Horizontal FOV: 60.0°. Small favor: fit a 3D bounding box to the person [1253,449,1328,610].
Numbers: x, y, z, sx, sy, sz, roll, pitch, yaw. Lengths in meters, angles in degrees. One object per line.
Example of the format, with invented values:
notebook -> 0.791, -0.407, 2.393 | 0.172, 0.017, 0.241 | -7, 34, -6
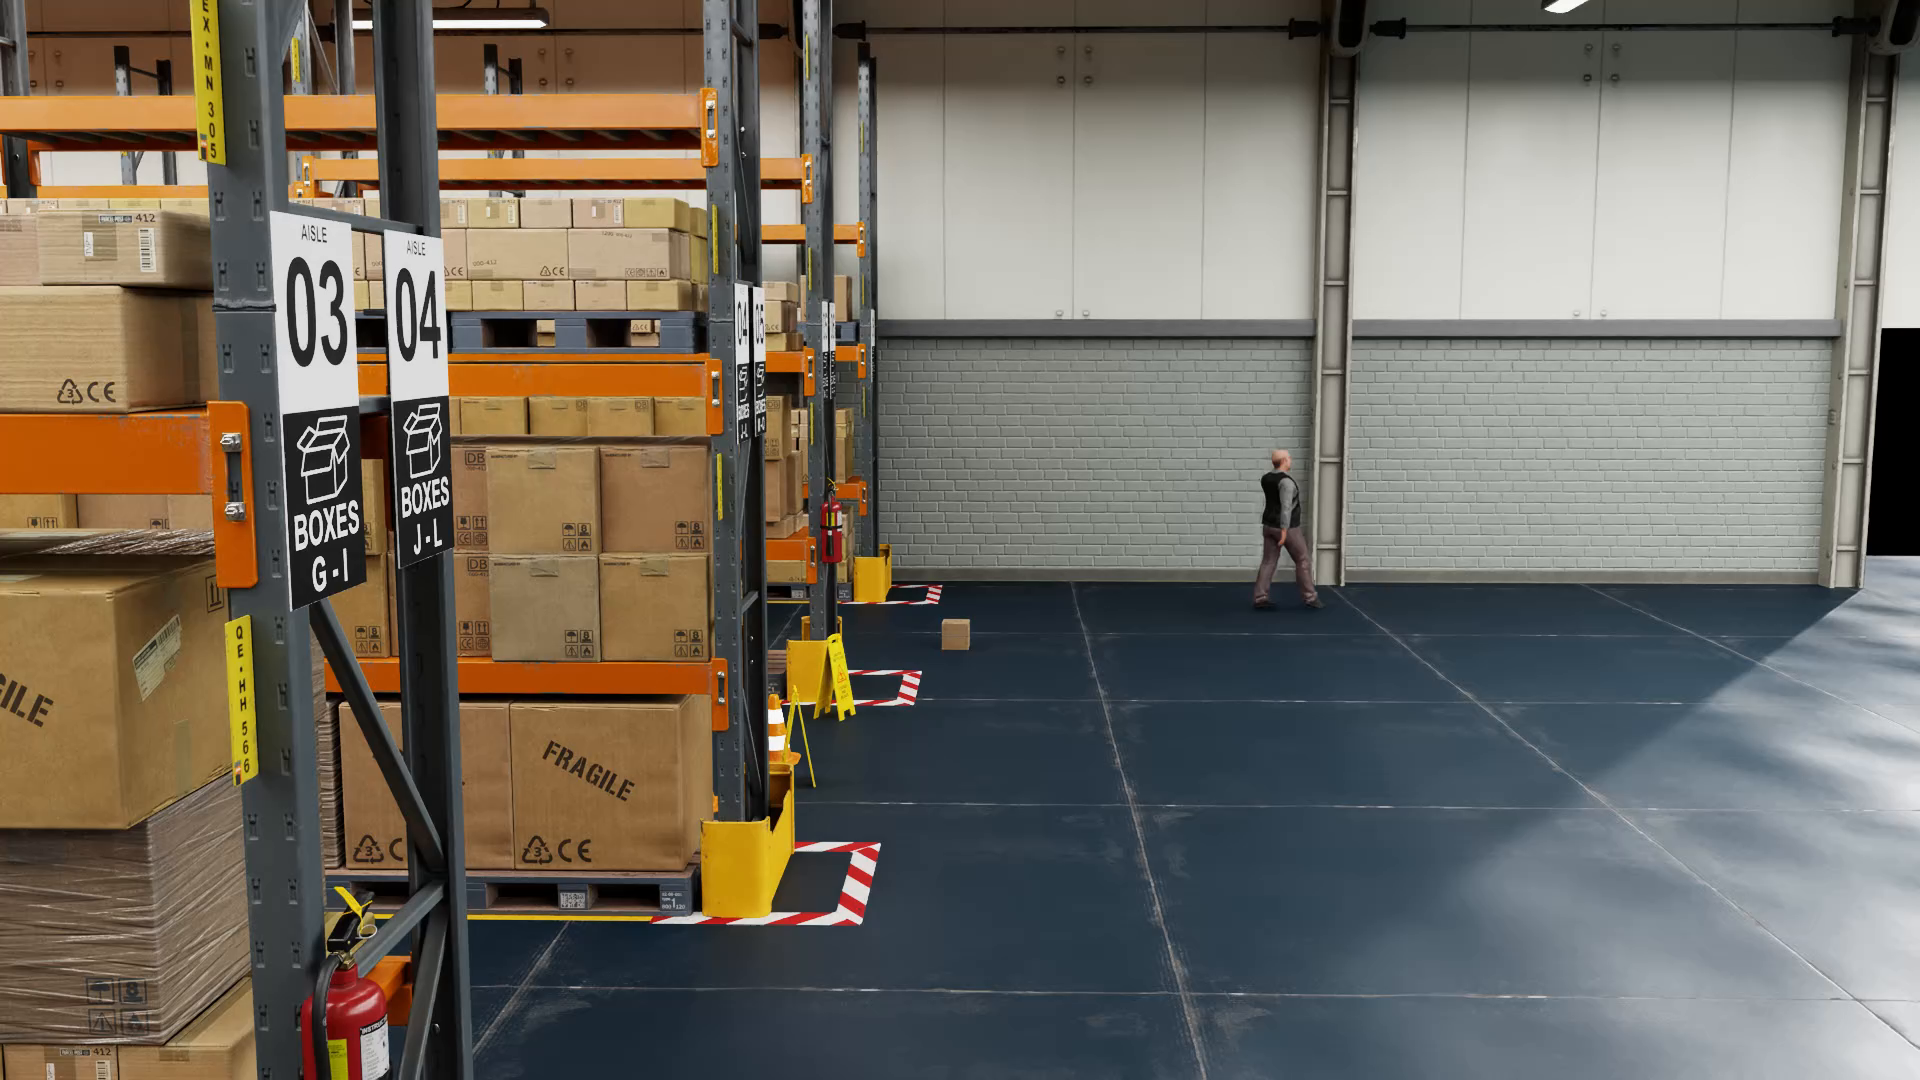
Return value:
person -> 3.505, -0.111, 17.746 | 0.828, 1.725, 0.549 | -3, 8, -26
